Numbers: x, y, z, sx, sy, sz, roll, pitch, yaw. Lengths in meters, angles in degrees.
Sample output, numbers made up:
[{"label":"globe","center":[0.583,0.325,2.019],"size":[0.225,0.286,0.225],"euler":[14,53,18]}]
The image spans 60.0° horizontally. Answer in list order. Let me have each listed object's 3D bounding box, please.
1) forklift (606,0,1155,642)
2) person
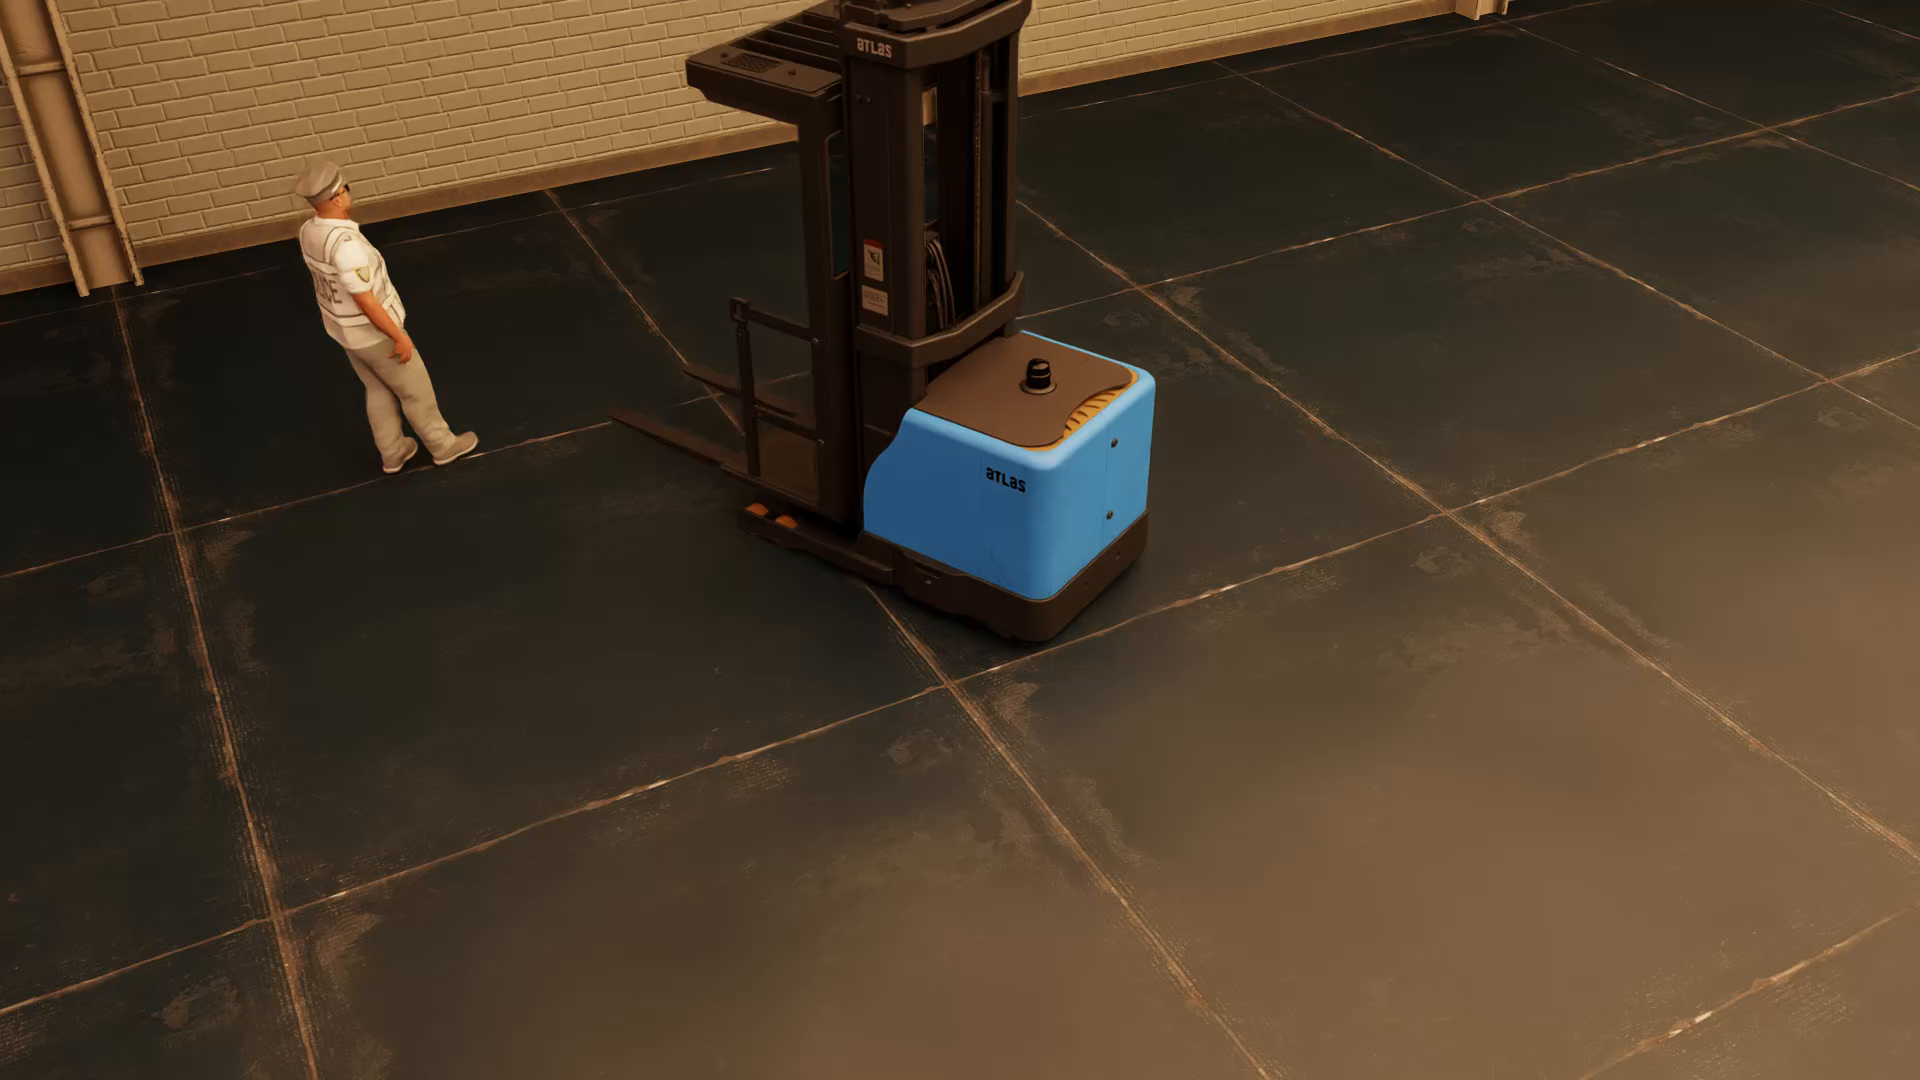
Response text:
[{"label":"forklift","center":[-0.550,-1.383,8.079],"size":[3.031,2.935,1.130],"euler":[22,41,28]},{"label":"person","center":[-3.016,-1.177,8.792],"size":[0.657,1.776,0.627],"euler":[-29,45,-35]}]
